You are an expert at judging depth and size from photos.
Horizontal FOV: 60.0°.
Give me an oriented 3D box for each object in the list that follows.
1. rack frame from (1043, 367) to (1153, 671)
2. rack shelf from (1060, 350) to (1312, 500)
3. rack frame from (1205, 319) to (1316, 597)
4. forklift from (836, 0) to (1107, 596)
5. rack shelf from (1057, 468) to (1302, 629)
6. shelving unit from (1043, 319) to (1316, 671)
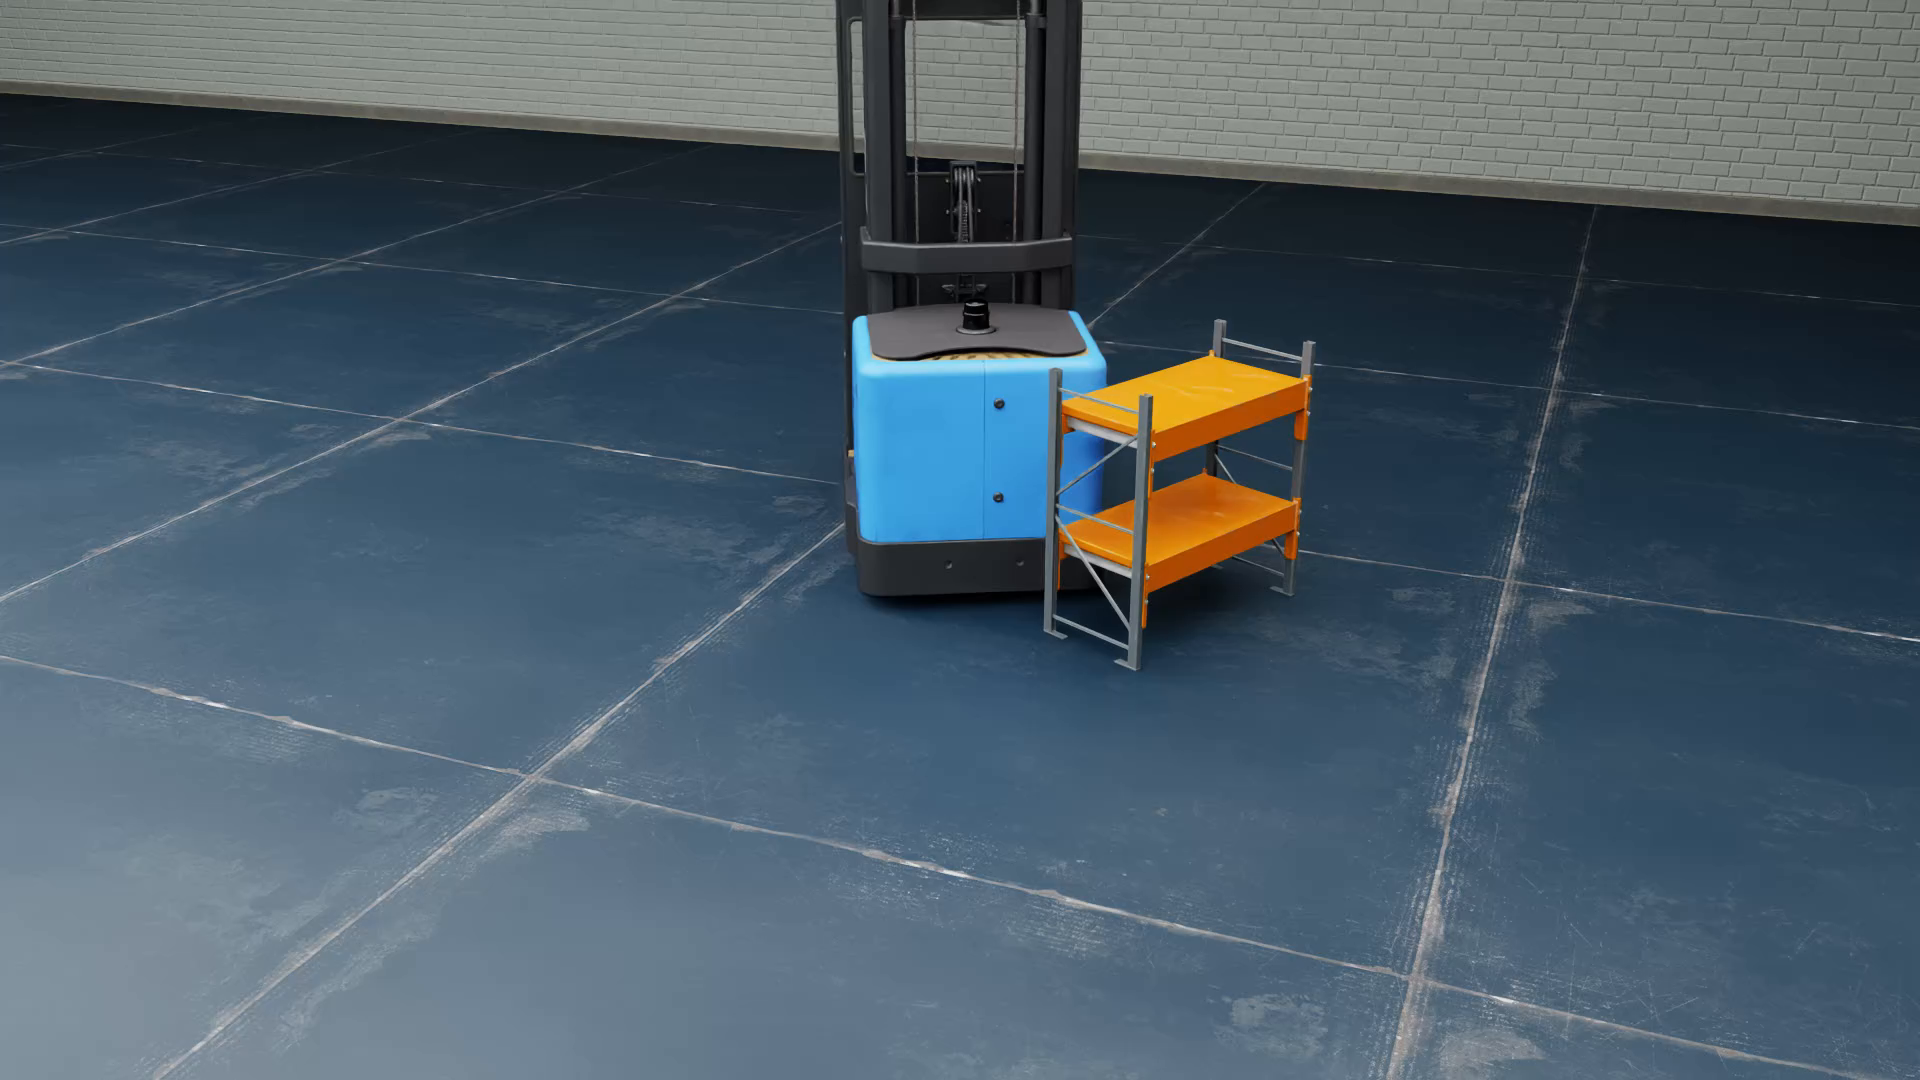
[{"bbox_3d":[0.527,-0.078,6.476,0.032,1.125,0.500,-20,30,-40],"label":"rack frame"},{"bbox_3d":[0.895,-0.483,6.687,1.000,0.278,0.538,-20,30,-40],"label":"rack shelf"},{"bbox_3d":[1.264,-0.348,7.123,0.032,1.125,0.500,-20,30,-40],"label":"rack frame"},{"bbox_3d":[-0.026,-1.644,7.883,1.130,2.935,3.031,-2,23,-4],"label":"forklift"},{"bbox_3d":[0.895,0.013,6.894,1.000,0.278,0.538,-20,30,-40],"label":"rack shelf"},{"bbox_3d":[0.895,-0.213,6.800,1.048,1.125,0.538,-20,30,-40],"label":"shelving unit"}]
